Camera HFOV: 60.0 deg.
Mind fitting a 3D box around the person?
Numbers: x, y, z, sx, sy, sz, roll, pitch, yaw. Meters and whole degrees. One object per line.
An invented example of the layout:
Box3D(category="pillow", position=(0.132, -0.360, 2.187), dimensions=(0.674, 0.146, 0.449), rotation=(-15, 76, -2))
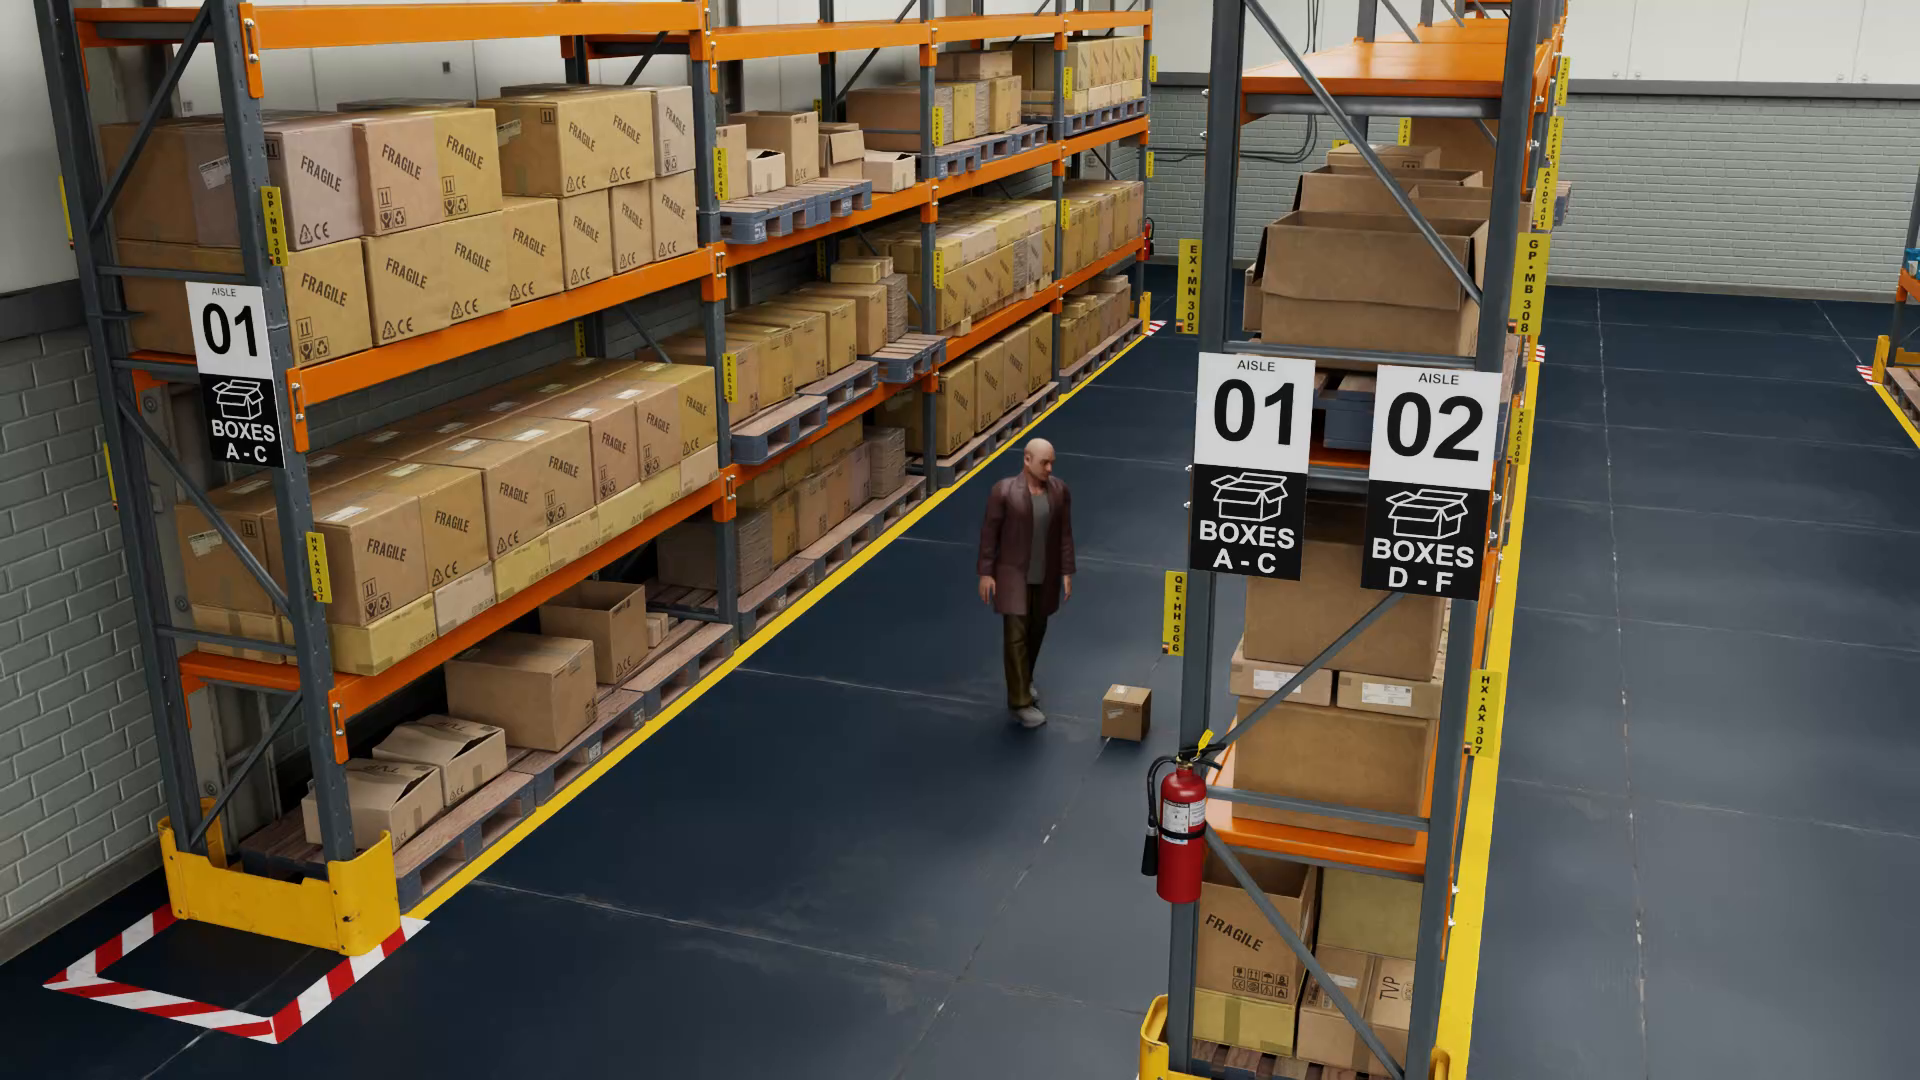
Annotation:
Box3D(category="person", position=(0.462, 0.250, 10.274), dimensions=(0.615, 1.751, 0.854), rotation=(-8, 20, -22))
